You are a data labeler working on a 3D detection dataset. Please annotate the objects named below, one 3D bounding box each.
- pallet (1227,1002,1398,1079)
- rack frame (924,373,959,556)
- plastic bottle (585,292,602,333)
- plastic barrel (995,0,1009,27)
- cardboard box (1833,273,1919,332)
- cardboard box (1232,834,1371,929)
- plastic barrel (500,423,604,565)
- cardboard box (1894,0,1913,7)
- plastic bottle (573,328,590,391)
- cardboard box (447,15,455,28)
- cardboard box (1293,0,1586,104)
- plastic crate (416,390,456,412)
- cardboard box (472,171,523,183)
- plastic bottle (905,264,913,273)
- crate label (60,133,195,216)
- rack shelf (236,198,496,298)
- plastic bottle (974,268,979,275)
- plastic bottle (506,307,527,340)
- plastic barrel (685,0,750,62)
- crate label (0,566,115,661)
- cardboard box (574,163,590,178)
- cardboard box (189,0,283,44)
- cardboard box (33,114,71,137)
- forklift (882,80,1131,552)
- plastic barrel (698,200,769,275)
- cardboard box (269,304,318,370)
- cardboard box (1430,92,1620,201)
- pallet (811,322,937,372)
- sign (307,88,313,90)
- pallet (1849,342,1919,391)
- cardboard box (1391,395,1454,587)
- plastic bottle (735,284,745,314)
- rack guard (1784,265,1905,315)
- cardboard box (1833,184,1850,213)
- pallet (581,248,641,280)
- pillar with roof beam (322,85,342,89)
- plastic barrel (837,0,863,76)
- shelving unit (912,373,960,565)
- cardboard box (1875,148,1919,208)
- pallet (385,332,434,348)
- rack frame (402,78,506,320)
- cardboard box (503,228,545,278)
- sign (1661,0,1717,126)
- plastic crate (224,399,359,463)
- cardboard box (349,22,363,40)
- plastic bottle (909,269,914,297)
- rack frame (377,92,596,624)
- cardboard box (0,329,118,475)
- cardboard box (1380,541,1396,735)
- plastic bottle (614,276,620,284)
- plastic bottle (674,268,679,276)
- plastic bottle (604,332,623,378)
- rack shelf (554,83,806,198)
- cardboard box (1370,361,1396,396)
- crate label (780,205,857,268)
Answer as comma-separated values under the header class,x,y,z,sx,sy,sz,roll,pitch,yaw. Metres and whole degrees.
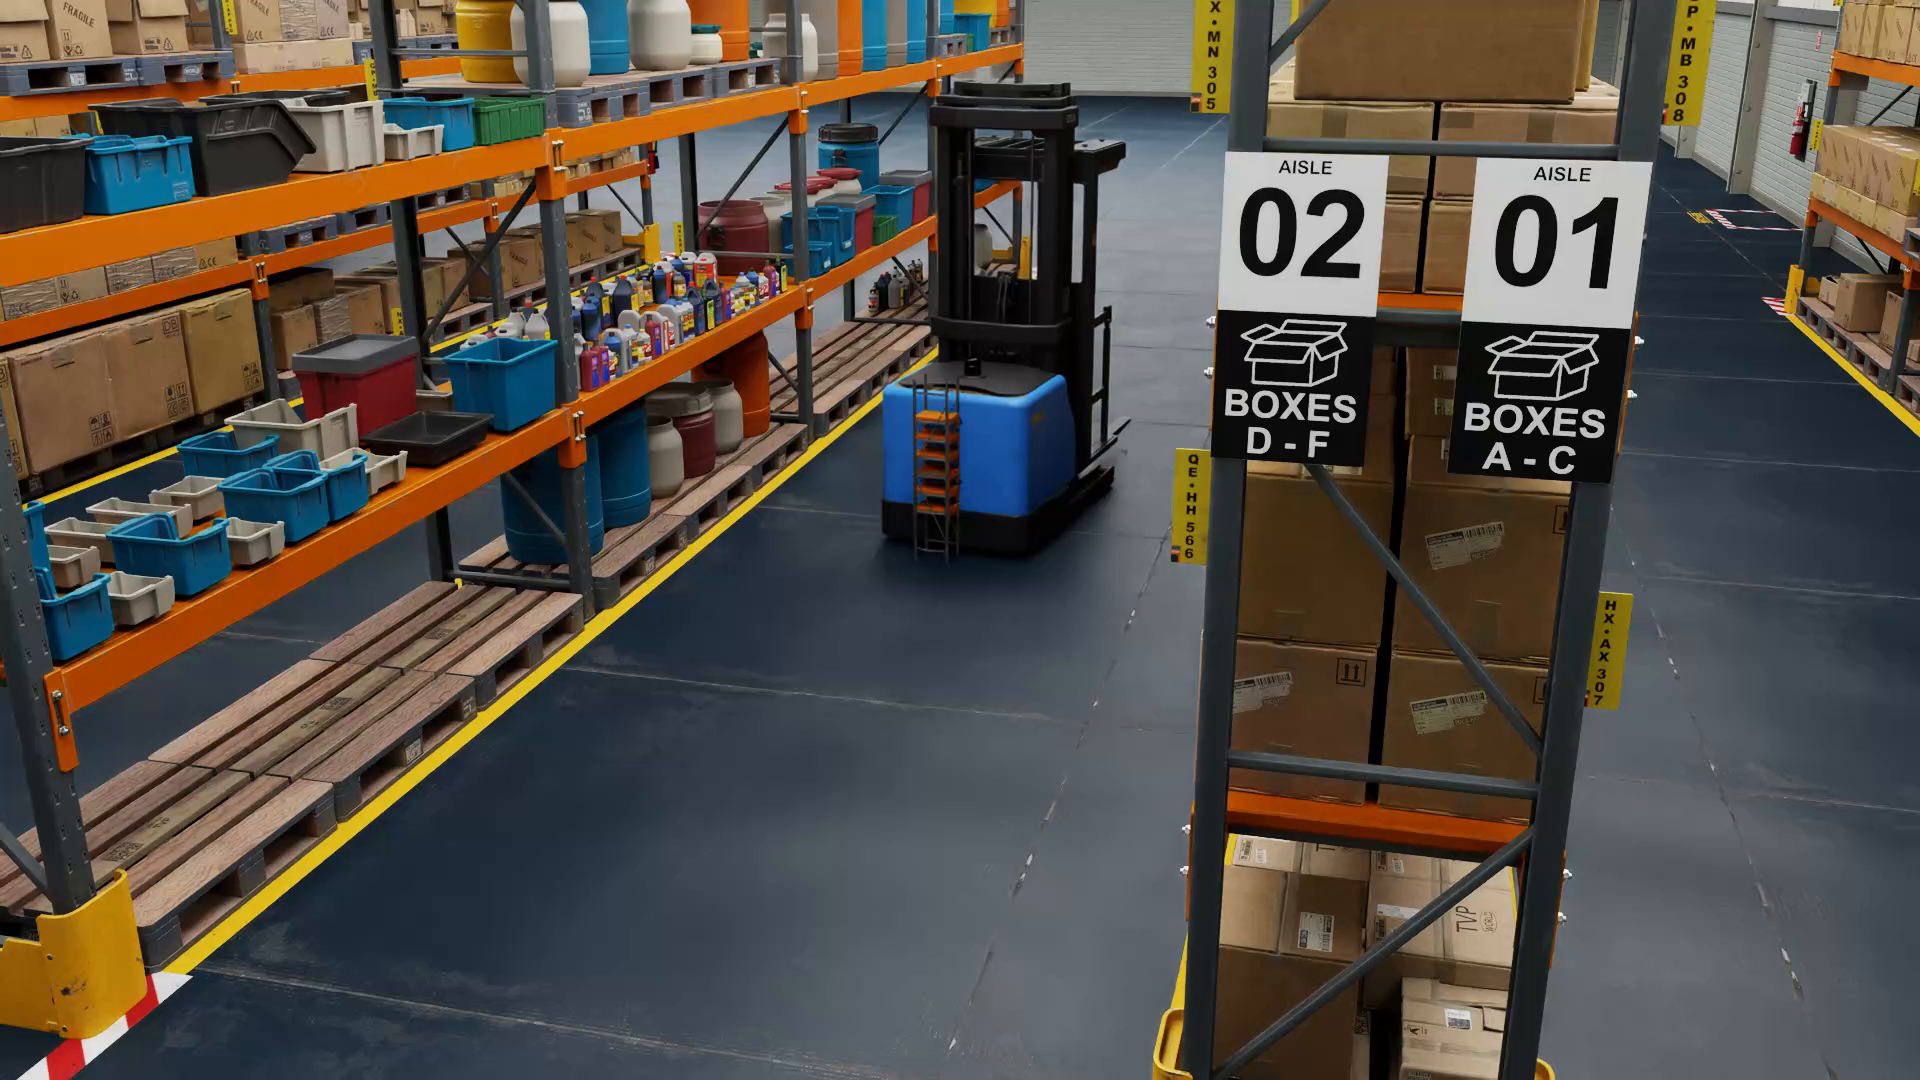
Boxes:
class,x,y,z,sx,sy,sz,roll,pitch,yaw
pallet,1.376,1.704,5.873,1.003,0.211,1.213,5,19,13
rack frame,-0.118,-0.478,10.732,0.240,1.200,0.006,7,20,21
plastic bottle,-2.483,-1.539,11.252,0.097,0.271,0.097,0,19,0
plastic barrel,0.275,-6.408,19.354,0.600,0.830,0.708,5,19,13
cardboard box,9.254,-2.378,16.695,0.700,0.500,0.500,3,19,10
cardboard box,1.319,1.266,6.415,0.500,0.250,0.500,5,19,13
plastic barrel,-2.512,-0.363,10.206,0.600,0.901,0.708,5,19,13
cardboard box,9.001,-5.178,15.334,0.500,0.500,0.500,4,19,11
plastic bottle,-2.251,-1.062,9.733,0.144,0.351,0.185,5,19,13
cardboard box,-5.556,-5.625,17.990,0.380,0.149,0.250,5,19,14
cardboard box,1.274,-1.444,4.433,0.700,0.500,0.500,5,19,13
plastic crate,-2.913,-0.757,9.079,0.396,0.136,0.243,5,19,13
cardboard box,-5.339,-4.211,18.261,0.875,0.500,0.500,5,19,13
plastic bottle,-0.582,-2.984,18.823,0.097,0.271,0.097,0,19,0
crate label,-3.100,-1.347,6.080,0.408,0.251,0.502,5,19,13
rack shelf,-5.998,-2.919,16.207,1.077,0.370,4.000,5,19,13
plastic bottle,0.125,-2.938,18.682,0.152,0.276,0.135,4,19,12
plastic bottle,-2.754,-1.279,10.367,0.144,0.351,0.185,5,19,13
plastic barrel,-1.825,-3.886,11.968,0.600,0.830,0.708,5,19,13
crate label,-3.259,0.265,5.937,0.416,0.233,0.303,5,19,13
cardboard box,-4.666,-4.438,19.927,0.380,0.149,0.250,5,19,13
cardboard box,-6.122,-4.463,14.046,0.500,0.500,0.500,5,19,14
cardboard box,-10.410,-4.675,18.531,0.700,0.500,0.500,4,19,12
forklift,0.497,-1.748,11.769,1.130,2.935,3.031,7,20,21
plastic barrel,-1.864,-2.476,13.584,0.600,0.536,0.708,5,19,13
cardboard box,-6.342,-1.870,15.208,0.700,0.500,0.500,4,19,10
cardboard box,1.542,-1.068,4.490,0.500,0.250,0.500,5,19,13
pallet,-0.861,-1.927,16.502,1.003,0.211,1.213,5,19,13
sign,-8.794,-6.177,22.473,0.100,0.325,0.005,5,19,13
pallet,9.030,-1.607,15.566,1.003,0.211,1.213,5,19,13
cardboard box,1.648,-0.145,5.270,0.500,0.500,0.500,5,19,14
plastic bottle,-1.590,-1.728,11.913,0.097,0.201,0.097,0,19,0
rack guard,9.859,-2.760,18.495,1.175,0.500,0.348,5,19,13
cardboard box,9.207,-3.454,16.862,0.500,0.250,0.500,4,19,13
pallet,-4.783,-3.545,21.240,1.003,0.211,1.213,5,19,13
pillar with roof beam,-11.427,-14.308,39.154,9.100,9.000,0.400,5,19,13
plastic barrel,-1.113,-4.310,13.860,0.600,0.830,0.708,5,19,13
shelving unit,-0.152,-0.451,10.651,0.258,1.200,0.189,7,20,21
cardboard box,8.832,-3.336,15.355,0.500,0.500,0.500,5,19,13
pallet,-5.994,-1.939,16.539,1.003,0.211,1.213,5,19,13
rack frame,-5.509,-3.887,17.926,1.000,3.000,0.127,5,19,13
cardboard box,-5.165,-3.406,19.735,0.500,0.500,0.500,3,19,9
sign,1.690,-1.132,3.869,0.100,0.325,0.005,5,19,13
plastic crate,-3.213,-0.496,8.091,0.437,0.282,0.530,5,19,13
cardboard box,-5.870,-4.799,15.667,0.380,0.166,0.250,4,19,12
plastic bottle,-0.556,-2.847,18.403,0.061,0.283,0.133,5,19,13
rack frame,-2.661,-0.988,9.440,1.000,3.000,0.127,5,19,13
cardboard box,-7.109,-1.055,12.273,1.225,0.875,0.875,4,19,11
cardboard box,1.649,0.330,5.425,0.500,0.500,0.500,4,19,13
plastic bottle,-2.429,-1.718,11.757,0.061,0.283,0.133,5,19,13
plastic bottle,-2.182,-1.973,12.631,0.097,0.201,0.097,0,19,0
plastic bottle,-2.091,-1.118,10.020,0.097,0.271,0.097,0,19,0
rack shelf,-2.172,-2.694,10.907,1.077,0.370,4.000,5,19,13
cardboard box,1.251,-0.345,5.855,0.500,0.500,0.500,5,20,15
crate label,-1.179,-2.549,13.954,0.502,0.435,0.616,5,19,13
